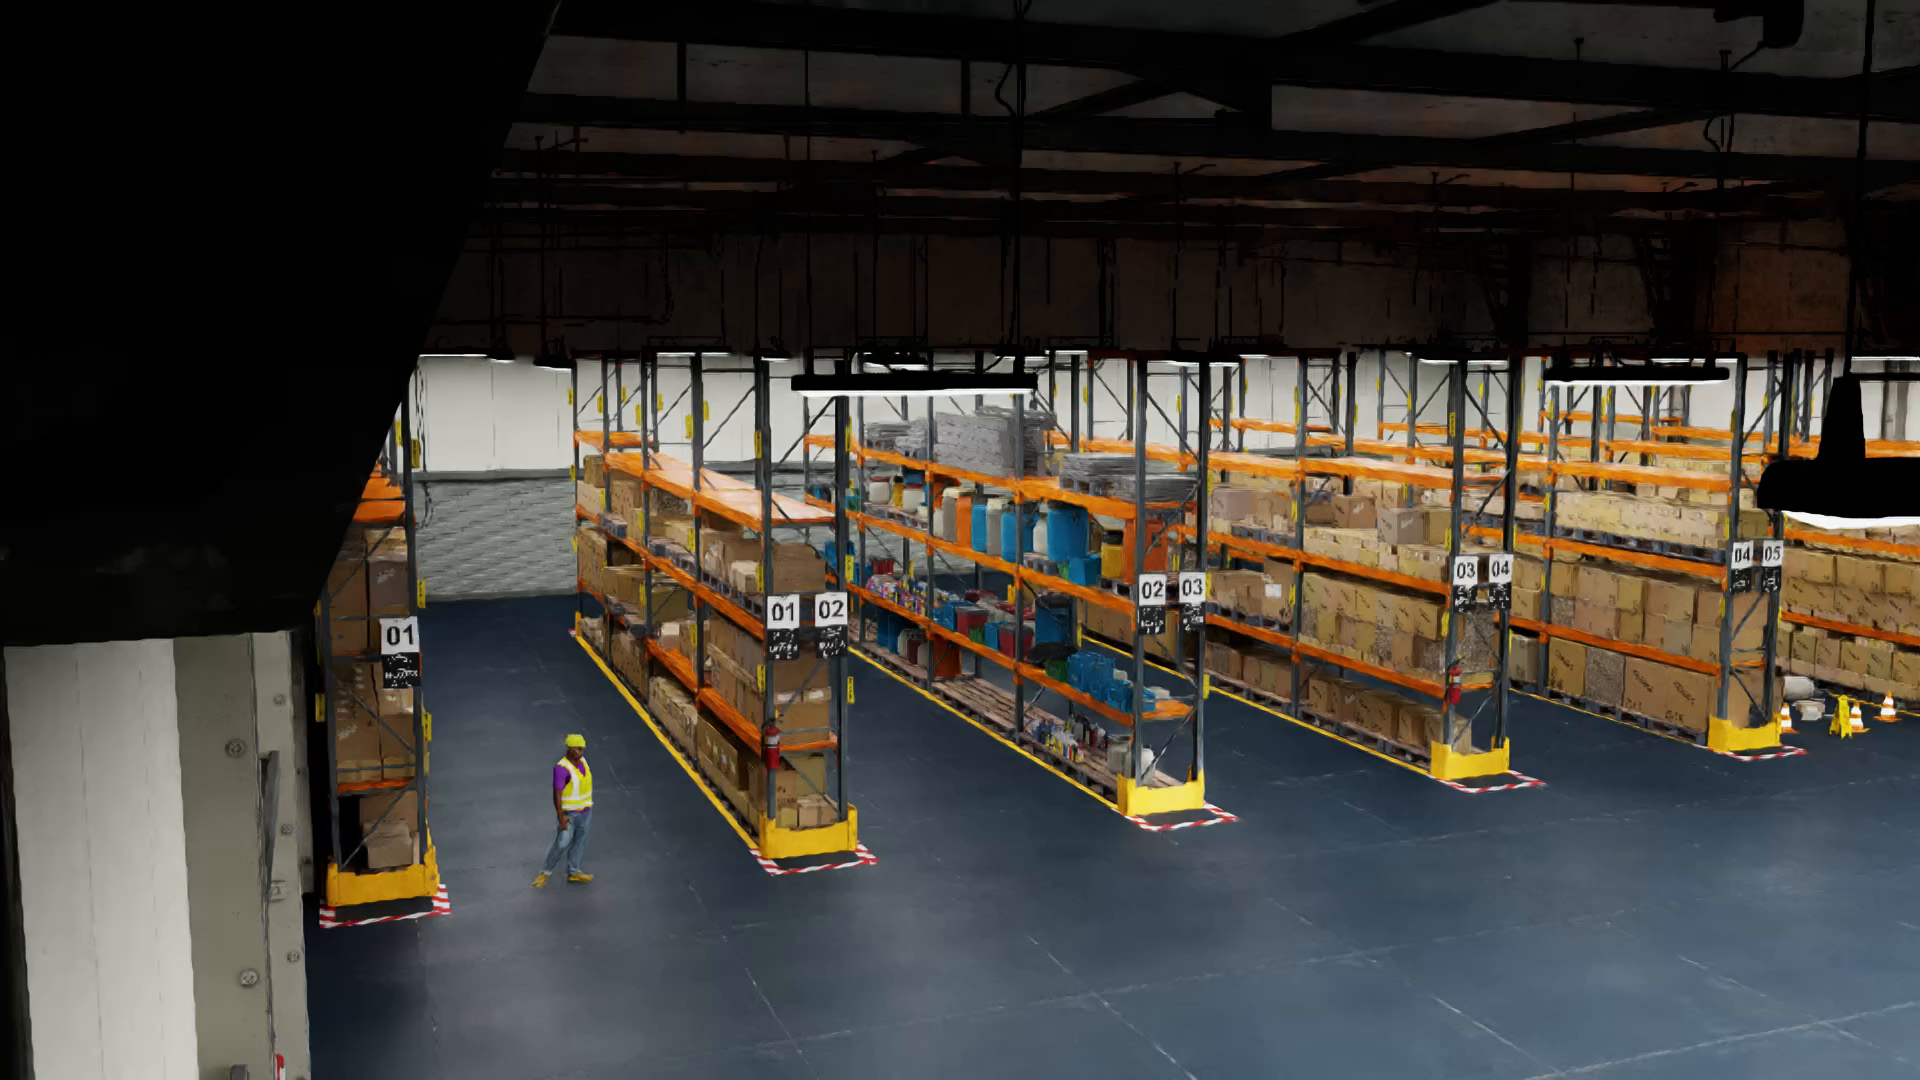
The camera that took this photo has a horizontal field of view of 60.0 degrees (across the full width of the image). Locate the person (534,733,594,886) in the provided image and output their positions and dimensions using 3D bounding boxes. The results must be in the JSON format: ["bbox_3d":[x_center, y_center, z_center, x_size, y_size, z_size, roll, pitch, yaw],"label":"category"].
[{"bbox_3d":[-4.545,3.097,19.074,0.520,1.758,0.742,4,8,26],"label":"person"}]

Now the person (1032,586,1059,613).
[{"bbox_3d":[1.675,1.563,32.097,0.625,1.596,0.517,-3,8,-23],"label":"person"}]
